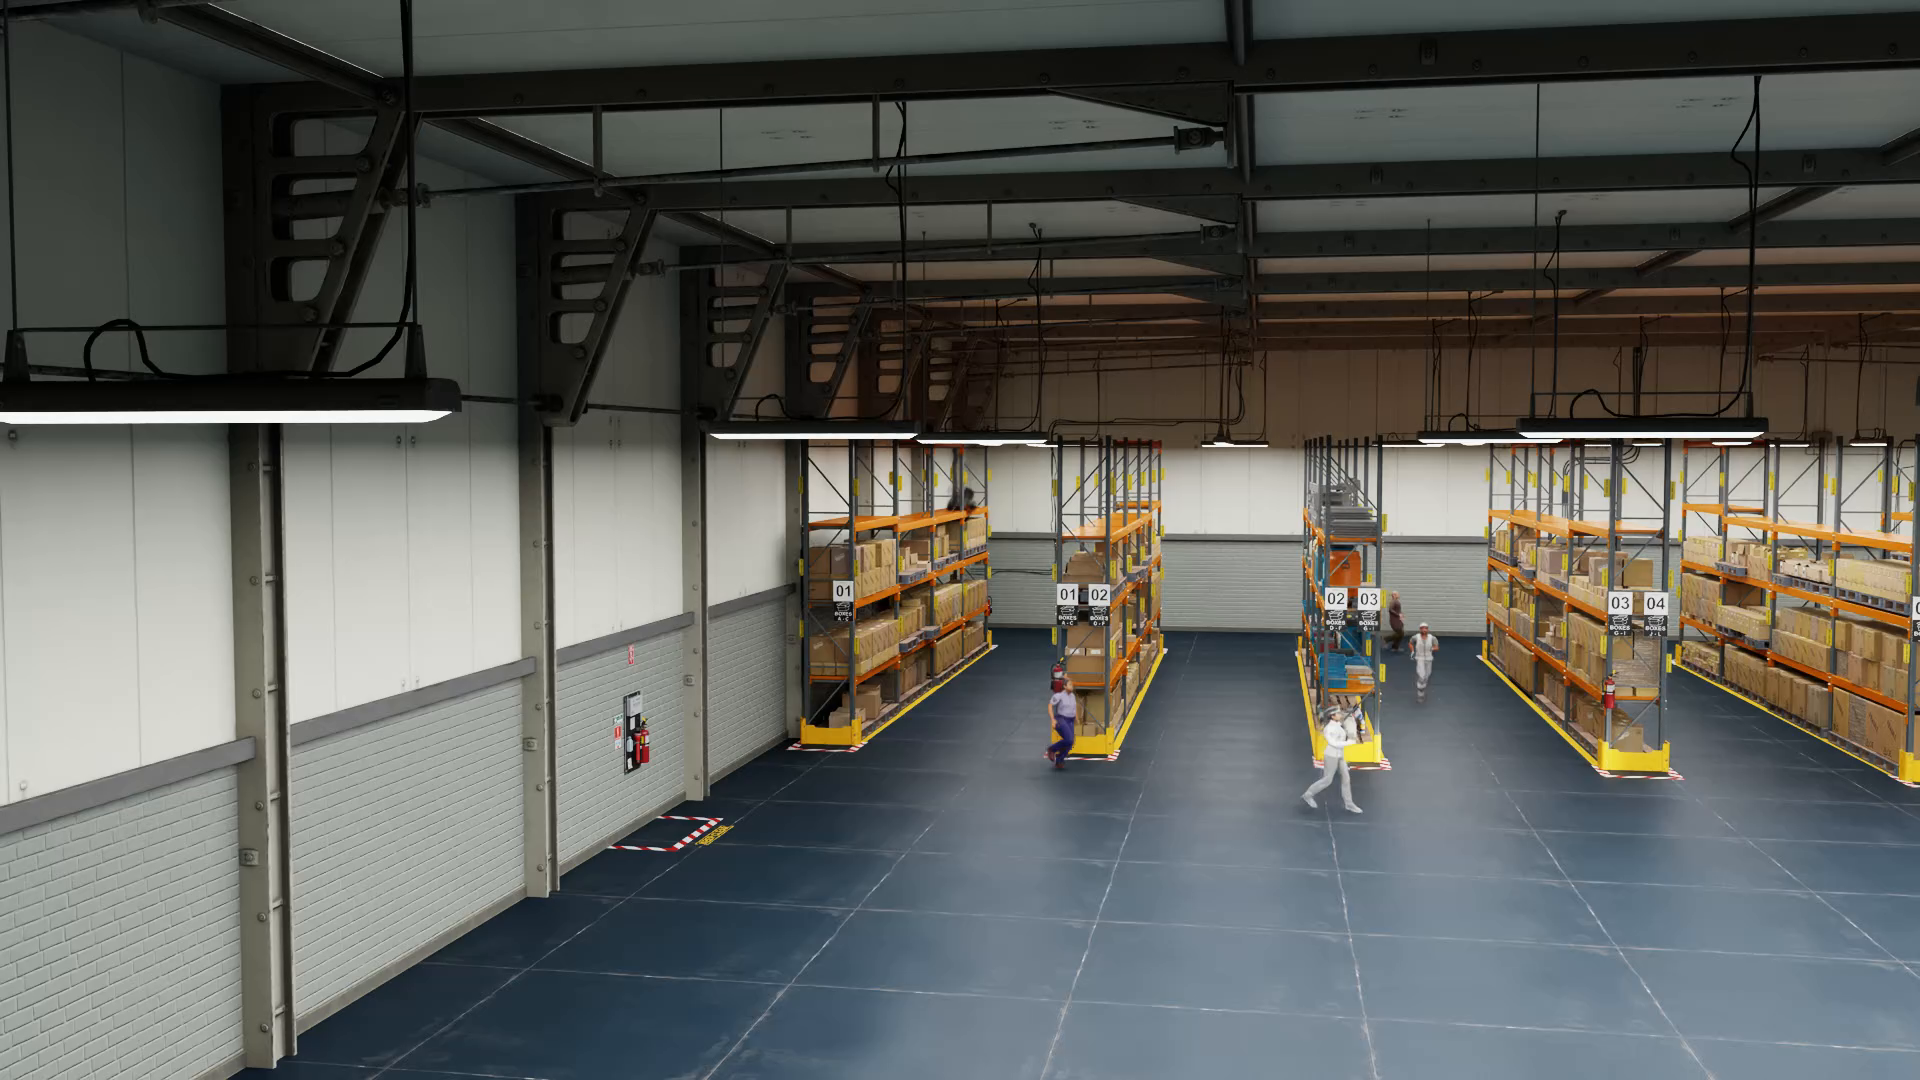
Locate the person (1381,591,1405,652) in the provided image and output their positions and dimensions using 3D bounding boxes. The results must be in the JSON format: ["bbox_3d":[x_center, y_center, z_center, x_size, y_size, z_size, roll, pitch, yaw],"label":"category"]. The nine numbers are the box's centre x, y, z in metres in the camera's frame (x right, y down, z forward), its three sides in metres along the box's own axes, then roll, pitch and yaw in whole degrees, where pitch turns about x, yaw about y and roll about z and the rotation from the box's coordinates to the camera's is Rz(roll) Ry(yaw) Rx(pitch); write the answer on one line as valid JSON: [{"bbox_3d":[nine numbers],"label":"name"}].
[{"bbox_3d":[12.302,2.304,47.171,0.664,1.734,0.705,1,3,19],"label":"person"}]

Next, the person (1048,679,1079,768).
[{"bbox_3d":[1.941,3.313,30.036,0.647,1.573,0.514,-3,4,-44],"label":"person"}]

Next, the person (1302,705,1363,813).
[{"bbox_3d":[5.893,3.431,26.241,0.934,1.689,0.628,2,3,28],"label":"person"}]

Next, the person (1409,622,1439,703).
[{"bbox_3d":[10.589,2.797,37.916,0.619,1.850,0.761,0,3,4],"label":"person"}]
